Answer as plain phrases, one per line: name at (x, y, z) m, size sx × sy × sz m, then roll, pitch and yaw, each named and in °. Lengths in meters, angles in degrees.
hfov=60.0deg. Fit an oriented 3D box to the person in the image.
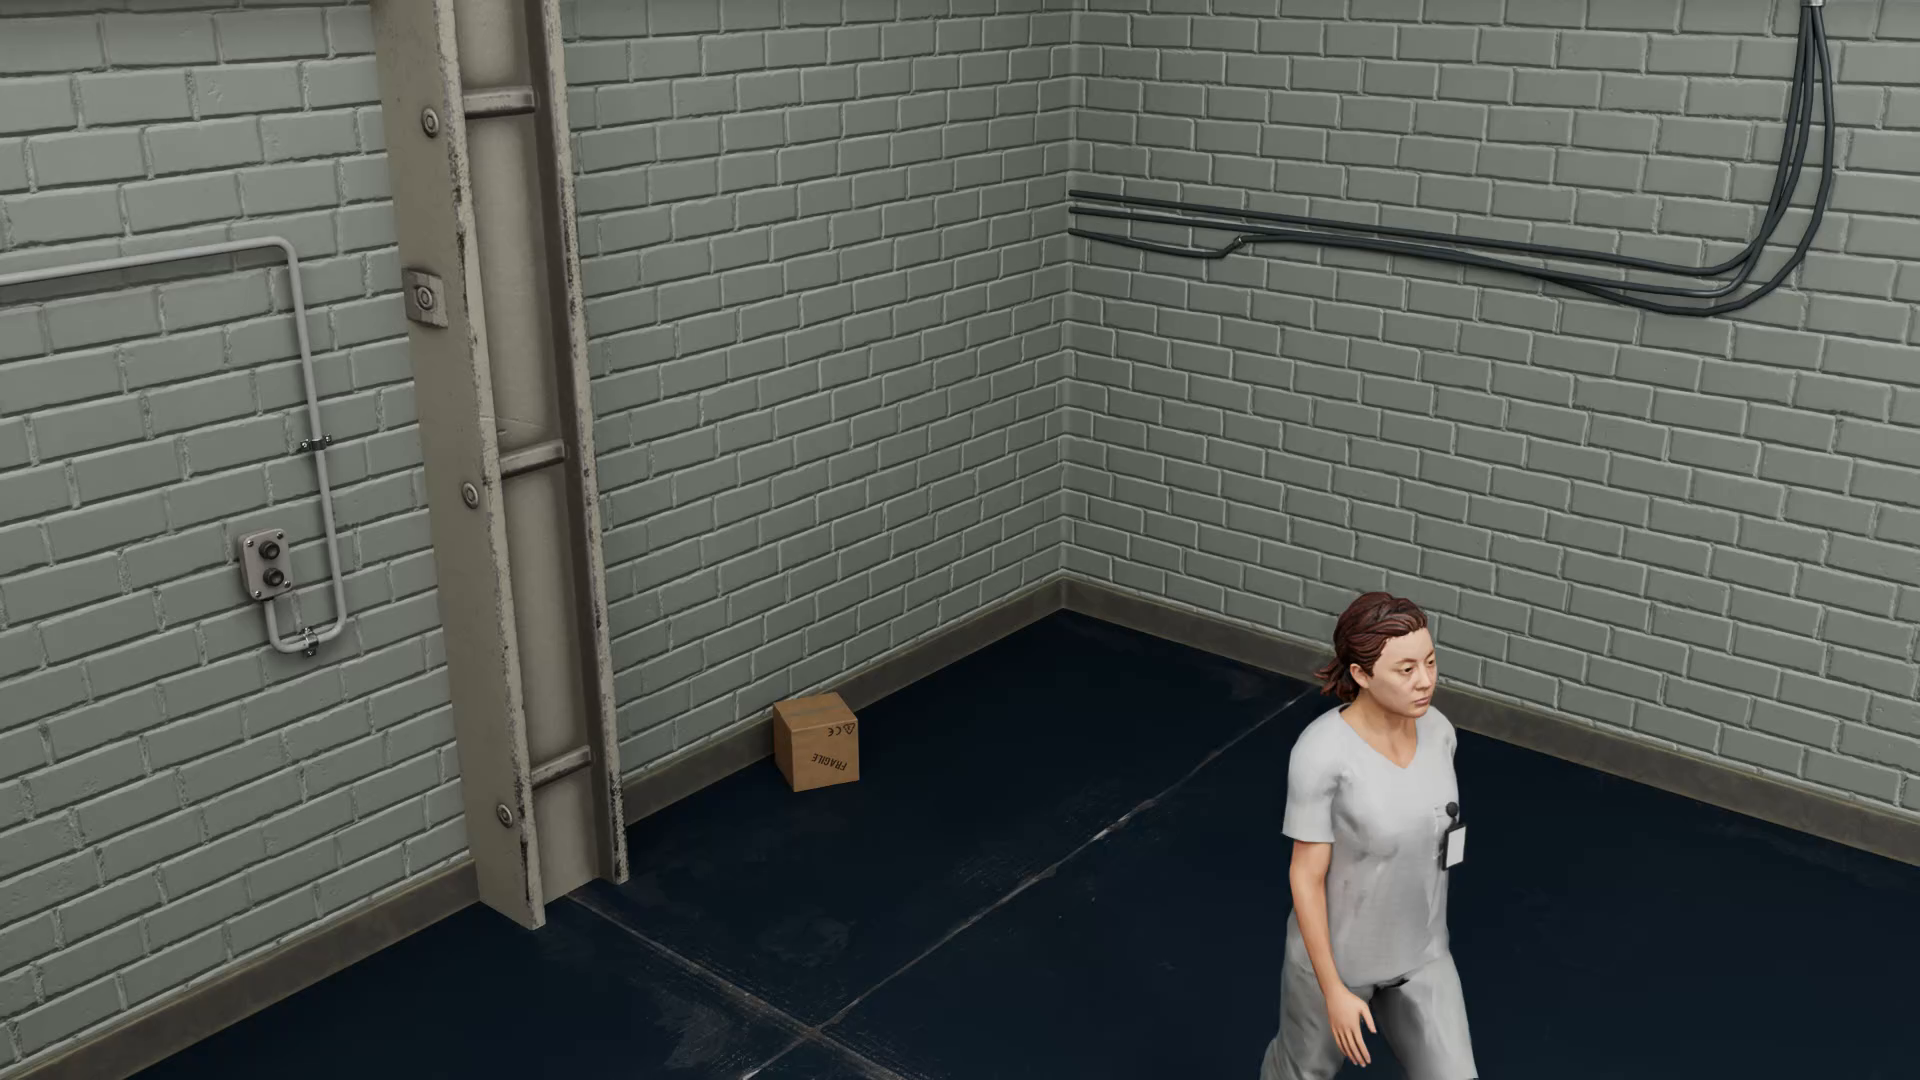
person at (0.919, 0.925, 3.541) m, size 0.455 × 1.625 × 0.925 m, roll -7°, pitch 21°, yaw -18°
